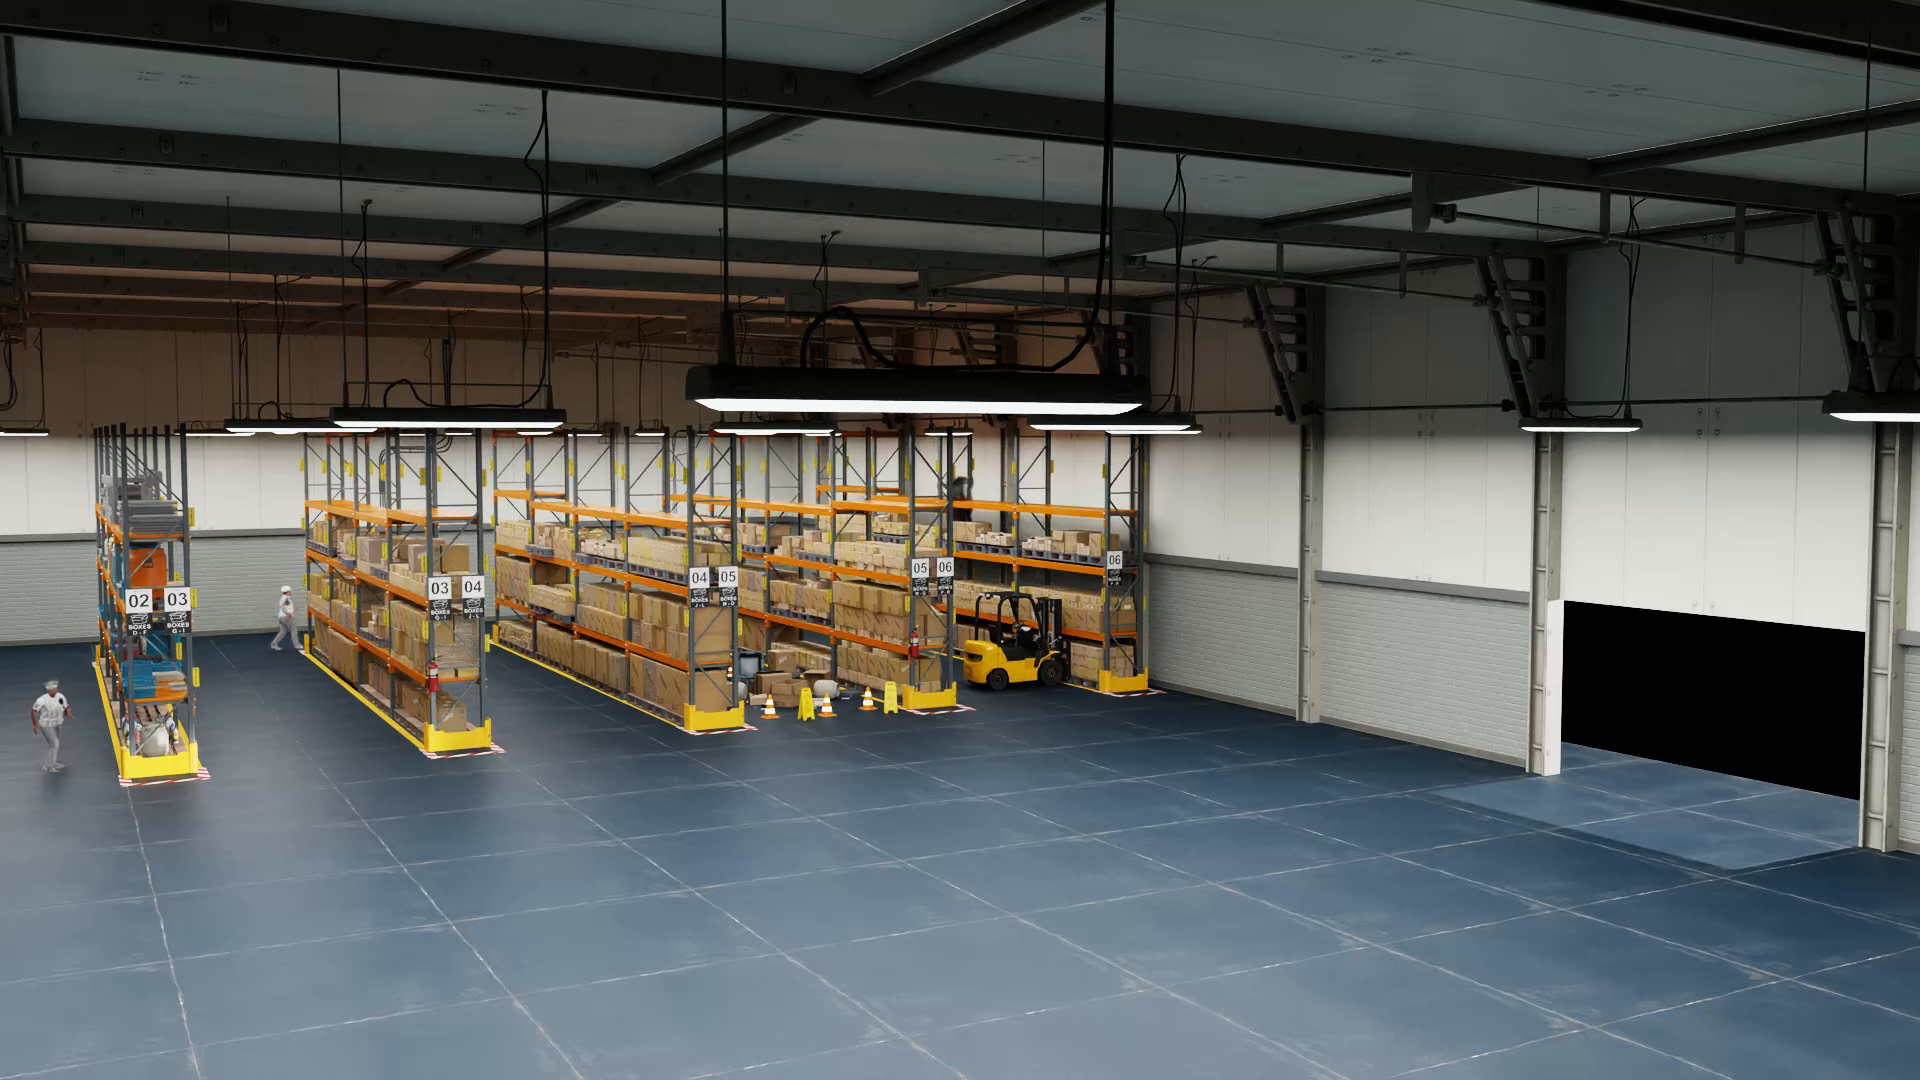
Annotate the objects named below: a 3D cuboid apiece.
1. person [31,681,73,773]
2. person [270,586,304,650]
[{"bbox_3d":[-15.609,3.222,28.694,0.792,1.637,0.596,1,4,17],"label":"person"},{"bbox_3d":[-18.187,2.097,44.935,0.893,1.711,0.746,-2,4,-29],"label":"person"}]
